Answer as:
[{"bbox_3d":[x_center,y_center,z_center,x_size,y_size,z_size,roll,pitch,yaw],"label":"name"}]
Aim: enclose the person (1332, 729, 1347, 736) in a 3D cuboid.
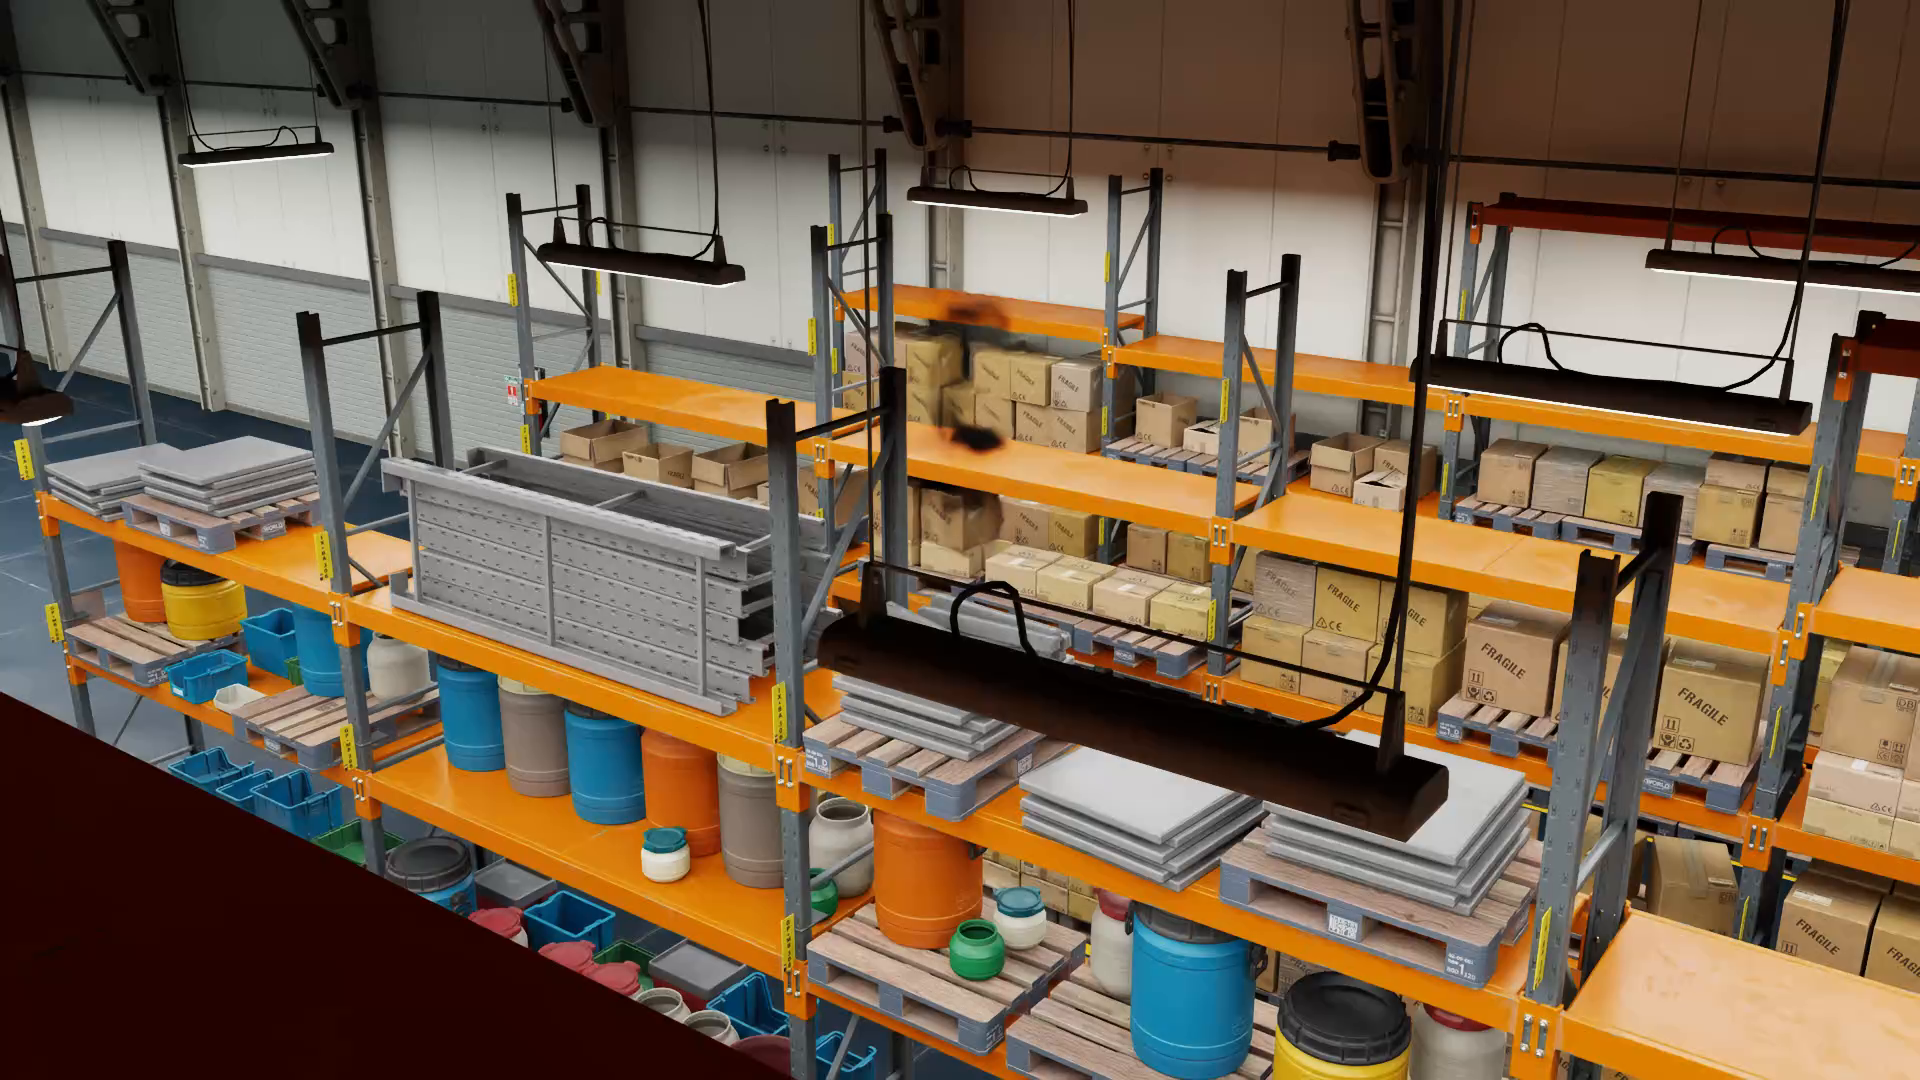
[{"bbox_3d":[3.483,2.384,15.352,0.632,1.678,0.554,13,22,34],"label":"person"}]
